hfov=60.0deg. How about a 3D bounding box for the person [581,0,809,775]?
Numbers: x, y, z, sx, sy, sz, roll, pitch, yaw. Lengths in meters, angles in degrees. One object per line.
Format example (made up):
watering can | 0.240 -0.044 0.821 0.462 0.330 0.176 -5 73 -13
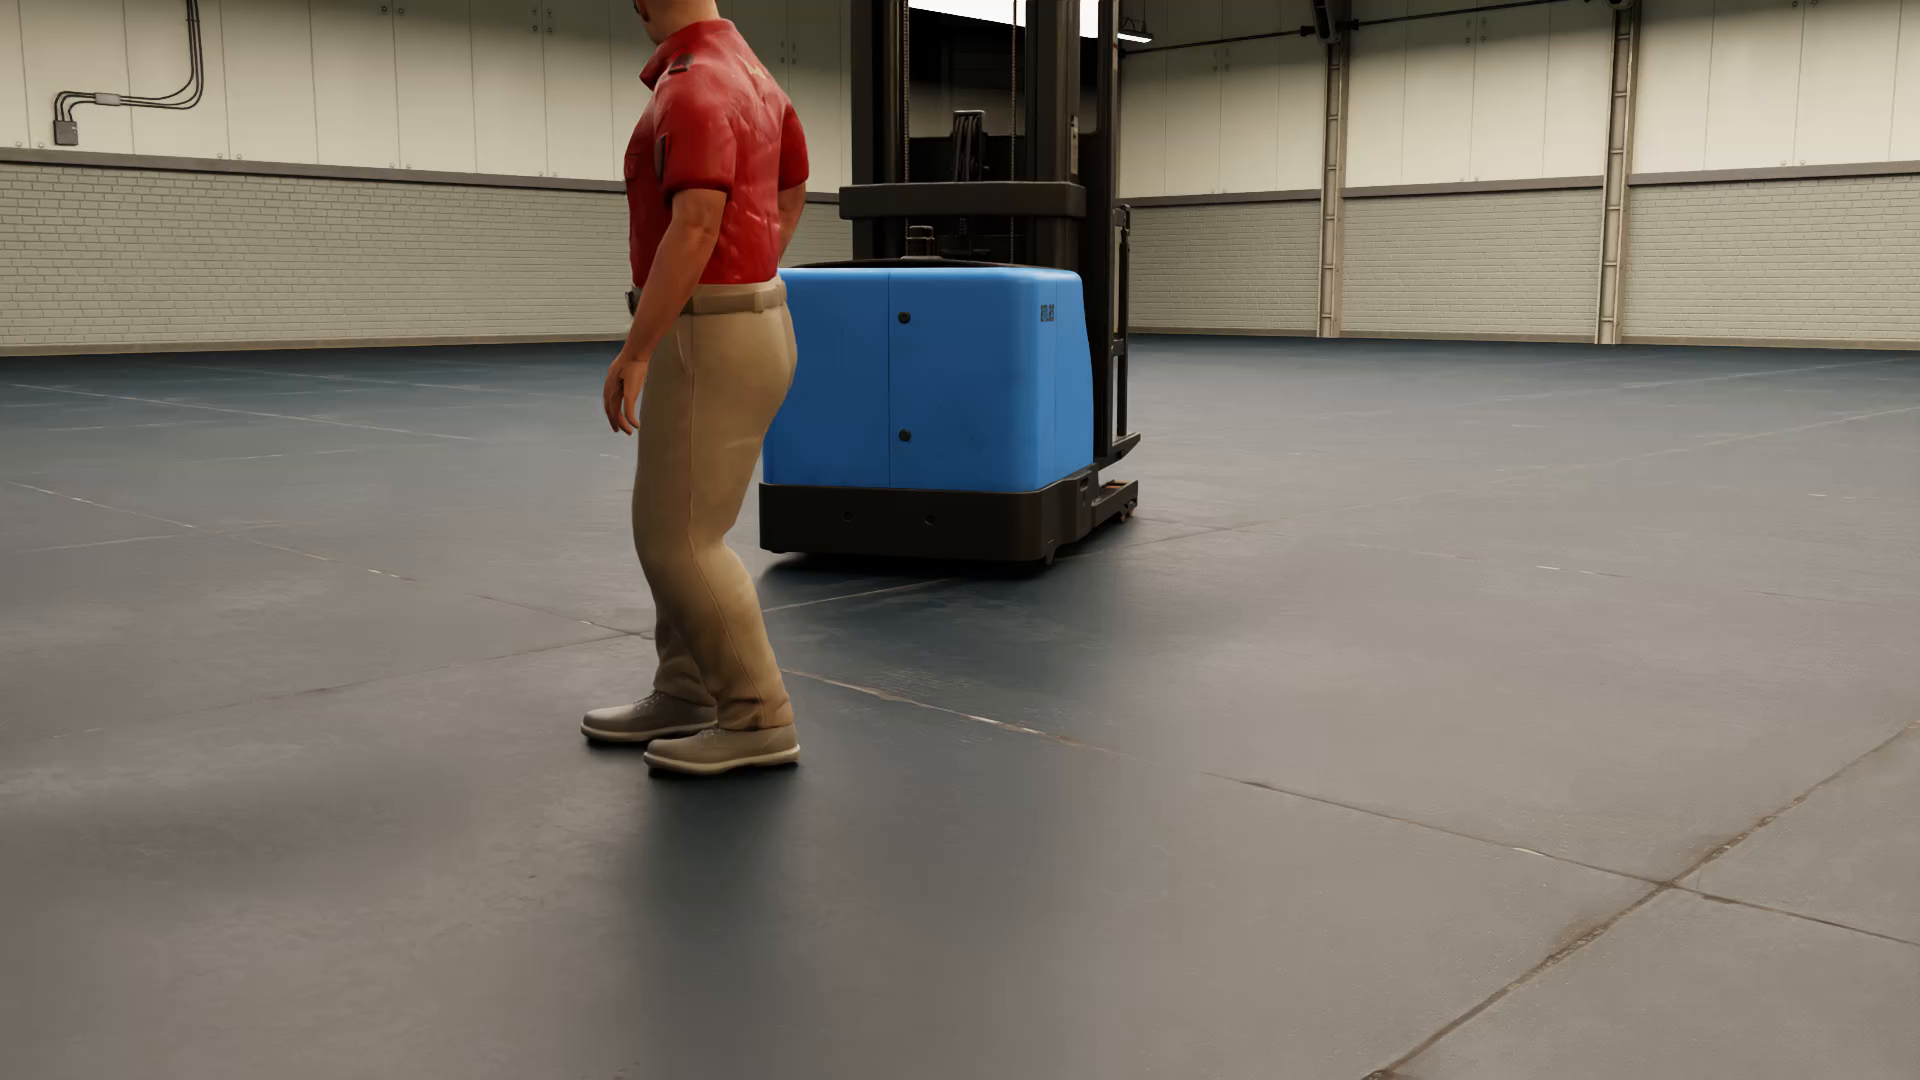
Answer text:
person | -0.590 -0.373 3.455 0.520 1.710 0.749 0 9 0

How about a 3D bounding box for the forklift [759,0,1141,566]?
forklift | 0.169 -1.537 7.079 1.130 2.935 3.031 2 9 16
